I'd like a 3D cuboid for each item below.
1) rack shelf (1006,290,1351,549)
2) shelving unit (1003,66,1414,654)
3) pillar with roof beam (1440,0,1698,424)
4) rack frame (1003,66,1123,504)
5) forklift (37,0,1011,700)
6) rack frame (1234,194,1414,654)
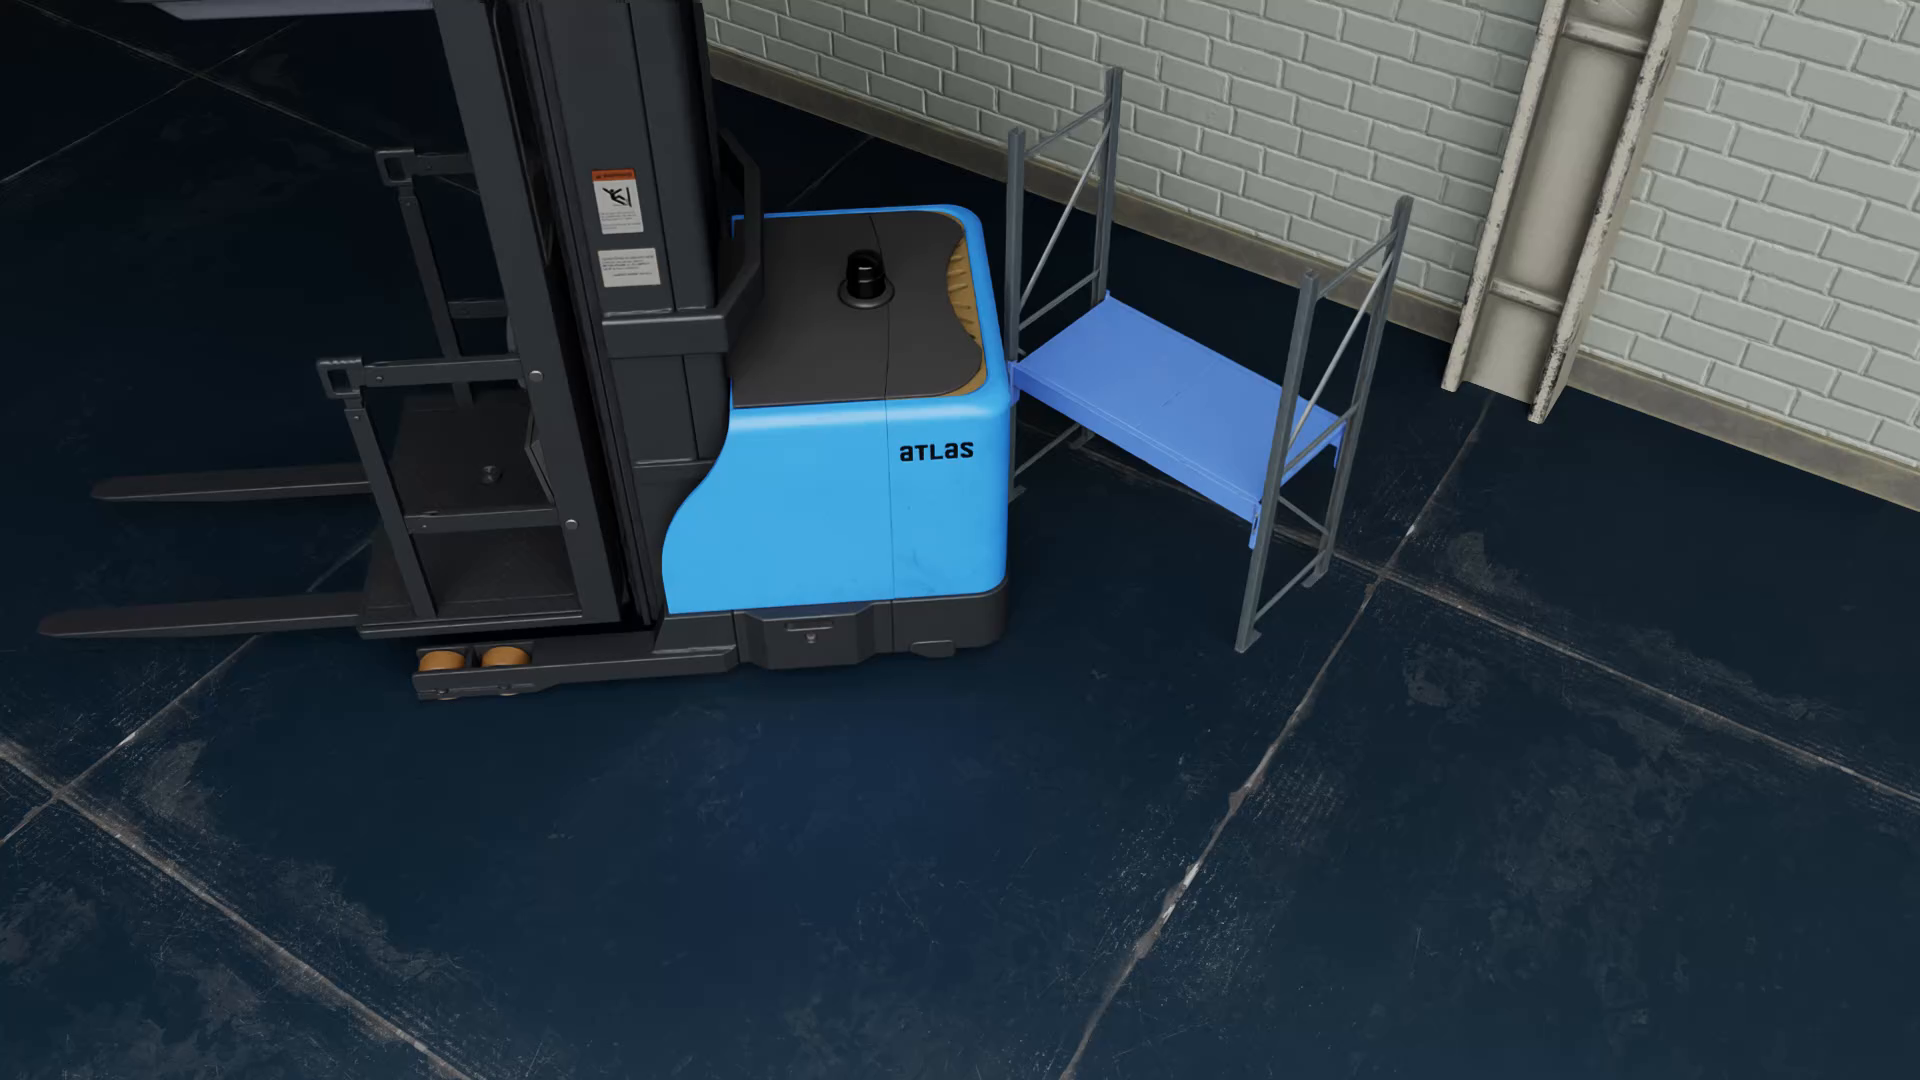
[{"bbox_3d":[0.694,-0.412,5.355,1.000,0.185,0.538,33,54,28],"label":"rack shelf"},{"bbox_3d":[0.694,-0.537,5.226,1.048,1.500,0.538,33,54,28],"label":"shelving unit"},{"bbox_3d":[-0.252,-1.134,0.578,0.400,9.000,9.100,25,51,22],"label":"pillar with roof beam"},{"bbox_3d":[0.318,-0.782,5.464,0.032,1.500,0.500,33,54,28],"label":"rack frame"},{"bbox_3d":[-1.389,-0.914,4.595,3.031,2.935,1.130,-4,46,-4],"label":"forklift"},{"bbox_3d":[1.070,-0.292,4.988,0.032,1.500,0.500,33,54,28],"label":"rack frame"}]
